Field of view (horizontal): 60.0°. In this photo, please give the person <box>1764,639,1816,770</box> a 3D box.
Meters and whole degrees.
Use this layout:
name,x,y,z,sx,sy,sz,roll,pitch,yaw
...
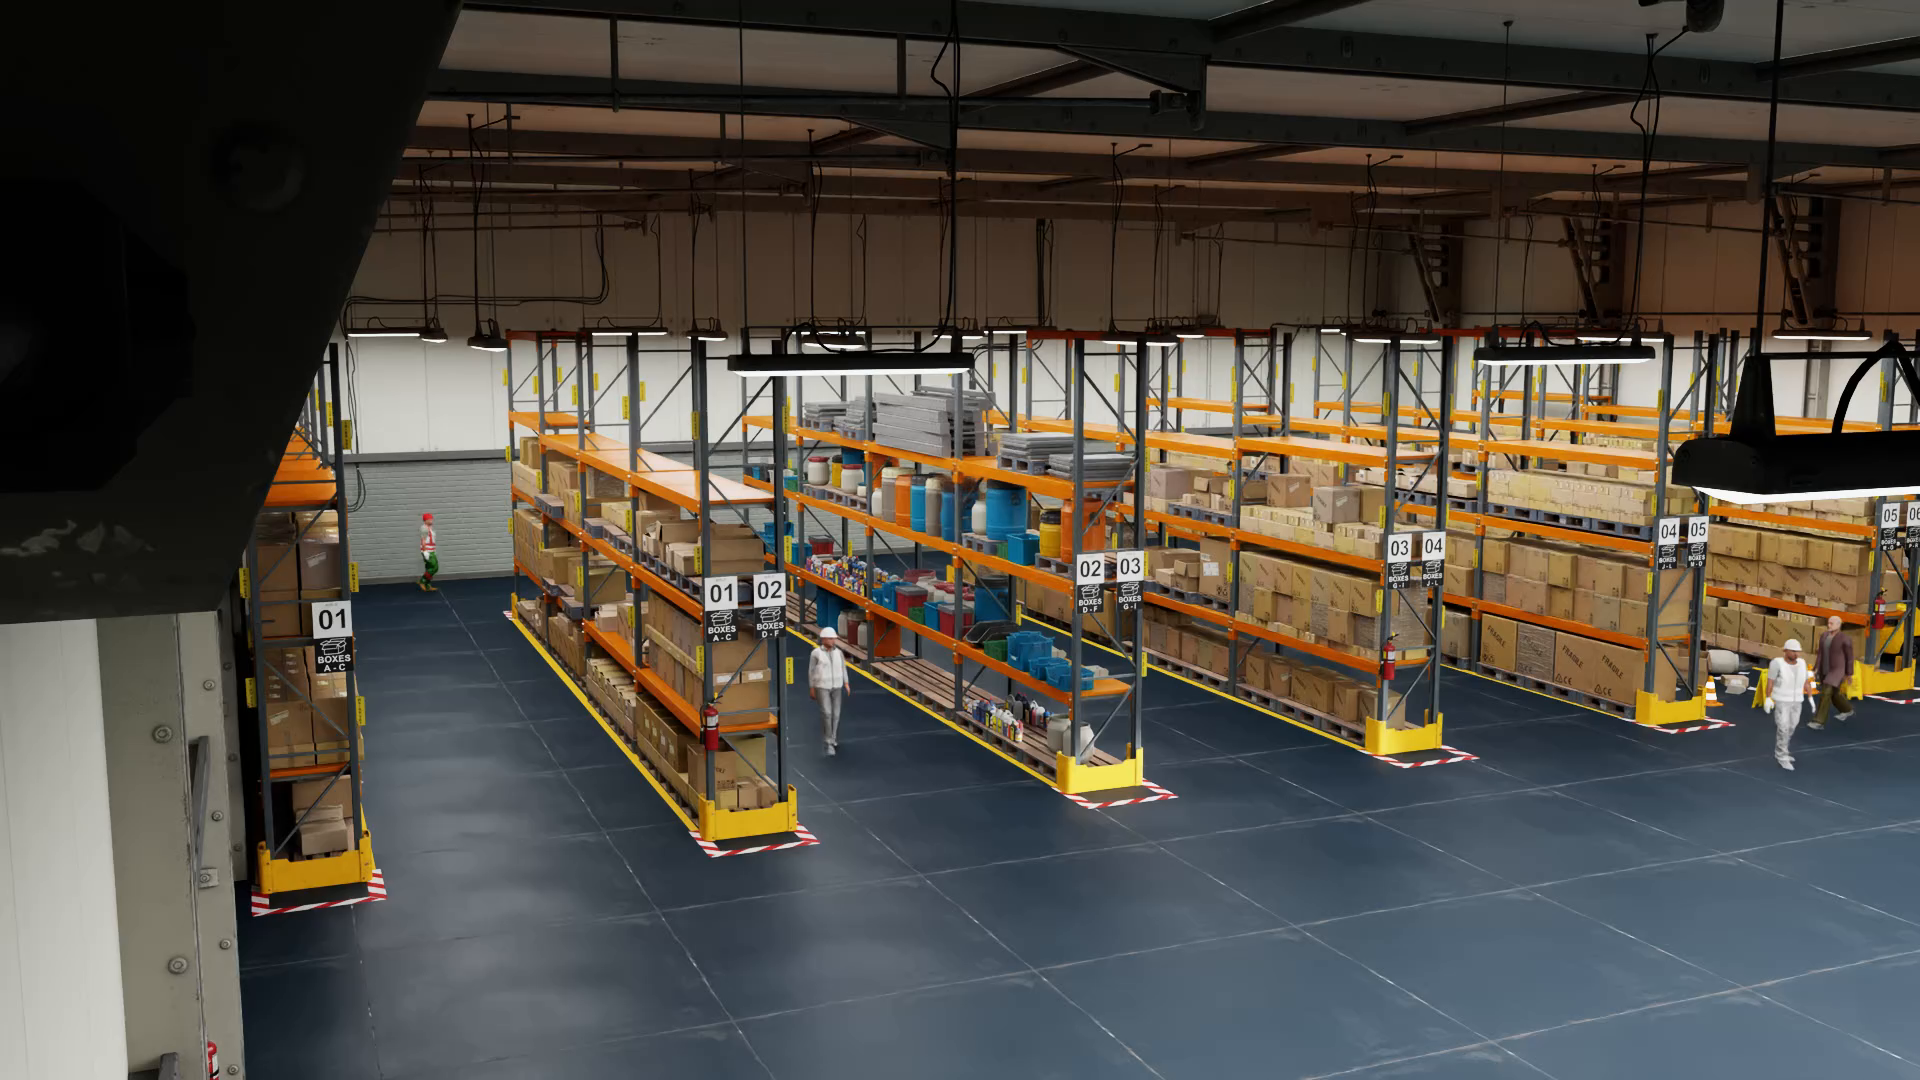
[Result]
name,x,y,z,sx,sy,sz,roll,pitch,yaw
person,11.656,2.240,23.359,0.628,1.711,0.580,-1,8,-6

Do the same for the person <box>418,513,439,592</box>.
name,x,y,z,sx,sy,sz,roll,pitch,yaw
person,-12.134,0.282,37.853,0.471,1.788,0.579,-3,8,-19

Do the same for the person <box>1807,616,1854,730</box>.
name,x,y,z,sx,sy,sz,roll,pitch,yaw
person,13.376,2.013,25.447,1.142,1.731,0.578,-3,8,-22

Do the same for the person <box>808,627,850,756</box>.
name,x,y,z,sx,sy,sz,roll,pitch,yaw
person,-1.854,2.188,24.205,0.564,1.797,0.676,-4,9,-30
